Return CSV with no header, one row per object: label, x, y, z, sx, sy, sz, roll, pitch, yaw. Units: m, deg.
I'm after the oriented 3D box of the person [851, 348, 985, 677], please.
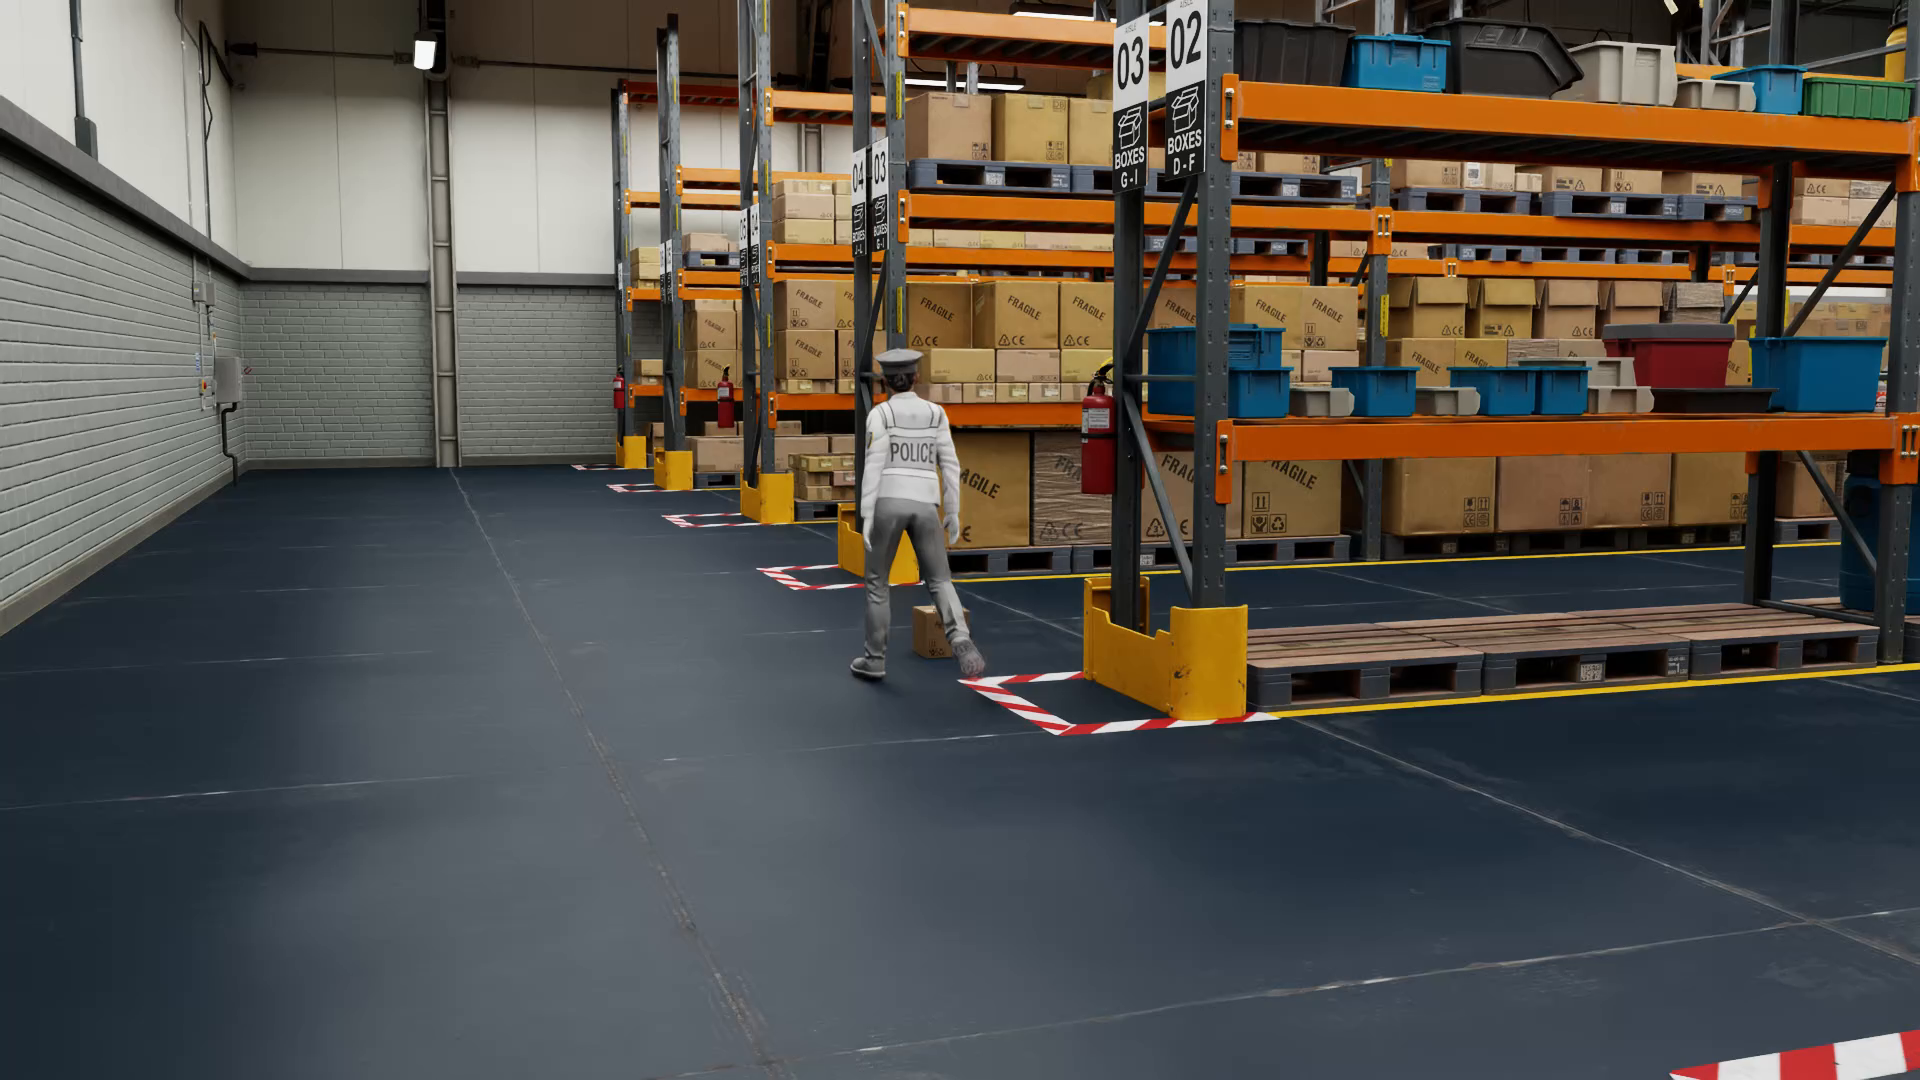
person,-0.226,-0.120,8.184,0.538,1.641,0.796,-3,6,-24
